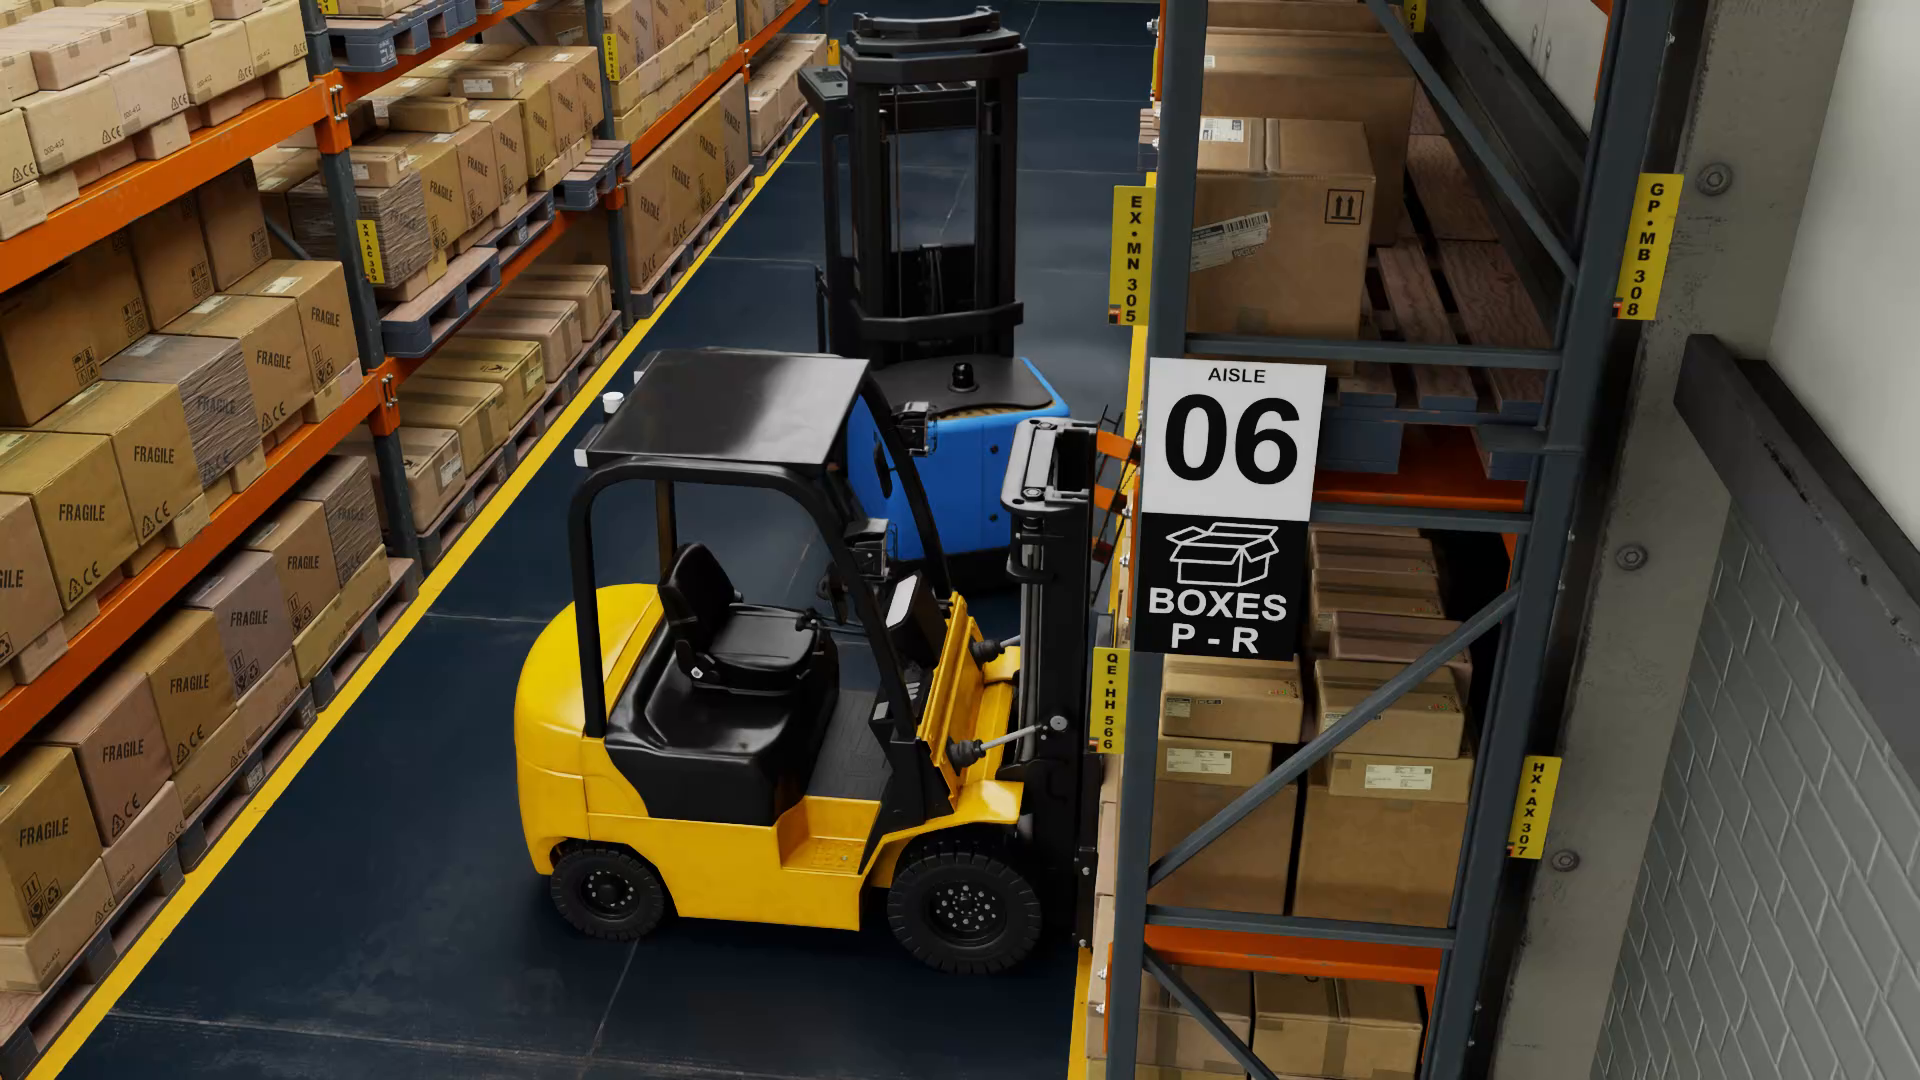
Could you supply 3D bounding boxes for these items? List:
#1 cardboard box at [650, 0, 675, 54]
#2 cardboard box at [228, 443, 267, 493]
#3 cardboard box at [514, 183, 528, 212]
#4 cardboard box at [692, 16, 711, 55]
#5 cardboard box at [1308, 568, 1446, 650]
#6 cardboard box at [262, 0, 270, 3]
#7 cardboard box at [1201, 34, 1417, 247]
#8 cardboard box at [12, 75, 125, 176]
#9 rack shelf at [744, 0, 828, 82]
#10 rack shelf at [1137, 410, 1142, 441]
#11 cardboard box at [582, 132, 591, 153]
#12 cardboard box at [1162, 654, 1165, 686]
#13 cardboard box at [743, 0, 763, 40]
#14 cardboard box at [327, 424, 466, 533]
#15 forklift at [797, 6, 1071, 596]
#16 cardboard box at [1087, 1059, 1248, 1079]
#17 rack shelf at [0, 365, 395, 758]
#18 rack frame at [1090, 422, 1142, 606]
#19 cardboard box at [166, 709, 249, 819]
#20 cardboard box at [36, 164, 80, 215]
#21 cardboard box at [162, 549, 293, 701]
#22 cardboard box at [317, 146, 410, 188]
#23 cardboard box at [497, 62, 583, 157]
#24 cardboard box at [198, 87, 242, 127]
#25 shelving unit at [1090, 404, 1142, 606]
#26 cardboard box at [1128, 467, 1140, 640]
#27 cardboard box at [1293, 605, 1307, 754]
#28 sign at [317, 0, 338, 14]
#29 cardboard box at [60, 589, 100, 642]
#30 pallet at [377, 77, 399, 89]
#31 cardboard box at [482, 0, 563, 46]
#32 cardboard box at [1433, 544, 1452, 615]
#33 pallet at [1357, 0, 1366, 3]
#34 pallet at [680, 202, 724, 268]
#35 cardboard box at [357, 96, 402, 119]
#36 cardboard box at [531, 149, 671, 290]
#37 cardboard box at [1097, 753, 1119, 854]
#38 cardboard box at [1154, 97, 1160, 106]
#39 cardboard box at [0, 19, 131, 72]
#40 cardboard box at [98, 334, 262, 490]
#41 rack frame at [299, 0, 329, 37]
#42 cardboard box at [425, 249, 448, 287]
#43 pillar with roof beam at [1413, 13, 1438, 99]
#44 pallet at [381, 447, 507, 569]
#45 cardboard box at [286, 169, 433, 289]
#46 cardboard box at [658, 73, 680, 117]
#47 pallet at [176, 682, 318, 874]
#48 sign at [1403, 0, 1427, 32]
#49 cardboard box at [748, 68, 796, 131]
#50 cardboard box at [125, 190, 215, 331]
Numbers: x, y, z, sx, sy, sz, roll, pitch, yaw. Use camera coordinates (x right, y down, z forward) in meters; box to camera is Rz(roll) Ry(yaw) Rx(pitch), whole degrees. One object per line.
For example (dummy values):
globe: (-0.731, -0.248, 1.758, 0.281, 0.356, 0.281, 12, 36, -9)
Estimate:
cardboard box: (-2.585, -4.158, 13.145, 0.500, 0.500, 0.500, 4, 29, 8)
cardboard box: (-3.366, -0.338, 7.479, 0.380, 0.149, 0.250, 3, 28, 5)
cardboard box: (-2.936, -2.151, 10.402, 0.380, 0.149, 0.250, 2, 28, 5)
cardboard box: (-2.452, -4.314, 14.226, 0.500, 0.250, 0.500, 4, 29, 7)
cardboard box: (1.266, 0.221, 5.074, 0.380, 0.149, 0.250, 4, 29, 7)
cardboard box: (-3.330, -2.495, 7.480, 0.380, 0.149, 0.250, 4, 29, 7)
cardboard box: (0.966, -1.219, 5.033, 0.700, 0.500, 0.500, 4, 29, 7)
cardboard box: (-3.479, -1.541, 6.129, 0.500, 0.250, 0.500, 4, 29, 7)
rack shelf: (-2.282, -5.486, 17.529, 1.077, 0.370, 4.000, 3, 28, 6)
rack shelf: (1.664, -1.434, 10.007, 1.077, 0.370, 4.000, 3, 28, 6)
cardboard box: (-2.785, -2.755, 11.523, 0.380, 0.149, 0.250, 4, 29, 7)
cardboard box: (0.763, 0.314, 4.901, 0.380, 0.149, 0.250, 3, 28, 6)
cardboard box: (-2.210, -5.111, 15.969, 0.500, 0.500, 0.500, 4, 29, 8)
cardboard box: (-3.446, -0.371, 9.604, 0.950, 0.372, 0.625, 4, 29, 7)
forklift: (-0.289, -1.650, 9.723, 1.130, 2.935, 3.031, -8, 29, -14)
cardboard box: (0.678, 1.632, 5.487, 0.500, 0.250, 0.500, 3, 28, 6)
rack shelf: (-3.753, 0.162, 7.045, 1.077, 0.370, 4.000, 3, 28, 6)
rack frame: (0.851, -0.149, 8.958, 0.008, 1.050, 0.200, 22, 3, 34)
cardboard box: (-3.500, 0.952, 7.277, 0.500, 0.250, 0.500, 5, 29, 10)
cardboard box: (-3.489, -1.295, 6.094, 0.380, 0.149, 0.250, 3, 28, 5)
cardboard box: (-3.436, 0.373, 7.560, 0.500, 0.500, 0.500, 5, 29, 9)
cardboard box: (-3.099, -1.942, 8.647, 0.380, 0.149, 0.250, 3, 28, 6)
cardboard box: (-2.850, -2.864, 11.042, 0.500, 0.500, 0.500, 3, 28, 5)
cardboard box: (-3.369, -1.904, 7.224, 0.380, 0.149, 0.250, 4, 29, 7)
shelving unit: (0.757, -0.187, 9.026, 0.252, 1.050, 0.215, 22, 3, 34)
cardboard box: (0.915, 0.061, 6.369, 0.500, 0.500, 0.500, 4, 29, 7)
cardboard box: (1.307, 0.566, 5.431, 0.500, 0.500, 0.500, 4, 29, 8)
sign: (-2.968, -2.616, 7.736, 0.100, 0.325, 0.005, 3, 28, 6)
cardboard box: (-3.546, 0.269, 6.352, 0.380, 0.149, 0.250, 4, 29, 8)
pallet: (-7.106, -5.341, 19.441, 1.003, 0.211, 1.213, 3, 28, 6)
cardboard box: (-3.214, -3.721, 12.336, 0.500, 0.500, 0.500, 3, 28, 5)
cardboard box: (1.426, 0.125, 5.566, 0.380, 0.149, 0.250, 4, 29, 7)
pallet: (1.781, -3.078, 9.338, 1.003, 0.211, 1.213, 5, 29, 9)
pallet: (-2.694, -2.690, 14.521, 1.003, 0.211, 1.213, 3, 28, 6)
cardboard box: (-3.487, -2.409, 10.197, 0.500, 0.500, 0.500, 2, 28, 4)
cardboard box: (-2.851, -2.548, 13.115, 0.875, 0.875, 0.875, 3, 28, 6)
cardboard box: (0.784, 0.945, 6.234, 0.500, 0.250, 0.500, 4, 29, 7)
cardboard box: (1.717, -3.326, 12.477, 0.500, 0.250, 0.500, 2, 28, 4)
cardboard box: (-3.422, -1.880, 6.339, 0.380, 0.149, 0.250, 4, 29, 7)
cardboard box: (-3.431, -0.560, 7.208, 0.500, 0.500, 0.500, 4, 29, 8)
rack frame: (-3.508, -3.737, 7.199, 1.000, 3.000, 0.127, 3, 28, 6)
cardboard box: (-3.087, -1.529, 9.248, 0.380, 0.149, 0.250, 4, 29, 7)
pillar with roof beam: (-1.629, -4.917, 9.389, 9.100, 9.000, 0.400, 3, 28, 6)
pallet: (-3.414, -0.235, 9.963, 1.003, 0.211, 1.213, 3, 28, 6)
cardboard box: (-3.166, -1.660, 8.806, 0.500, 0.500, 0.500, 4, 29, 7)
cardboard box: (-2.593, -3.618, 13.461, 0.500, 0.250, 0.500, 4, 29, 8)
pallet: (-3.702, 1.026, 7.623, 1.003, 0.211, 1.213, 3, 28, 6)
sign: (1.970, -2.361, 7.178, 0.100, 0.325, 0.005, 3, 28, 6)
cardboard box: (-2.235, -4.629, 17.439, 0.875, 0.438, 0.875, 3, 28, 5)
cardboard box: (-3.861, -1.277, 7.485, 0.700, 0.500, 0.500, 4, 29, 6)
